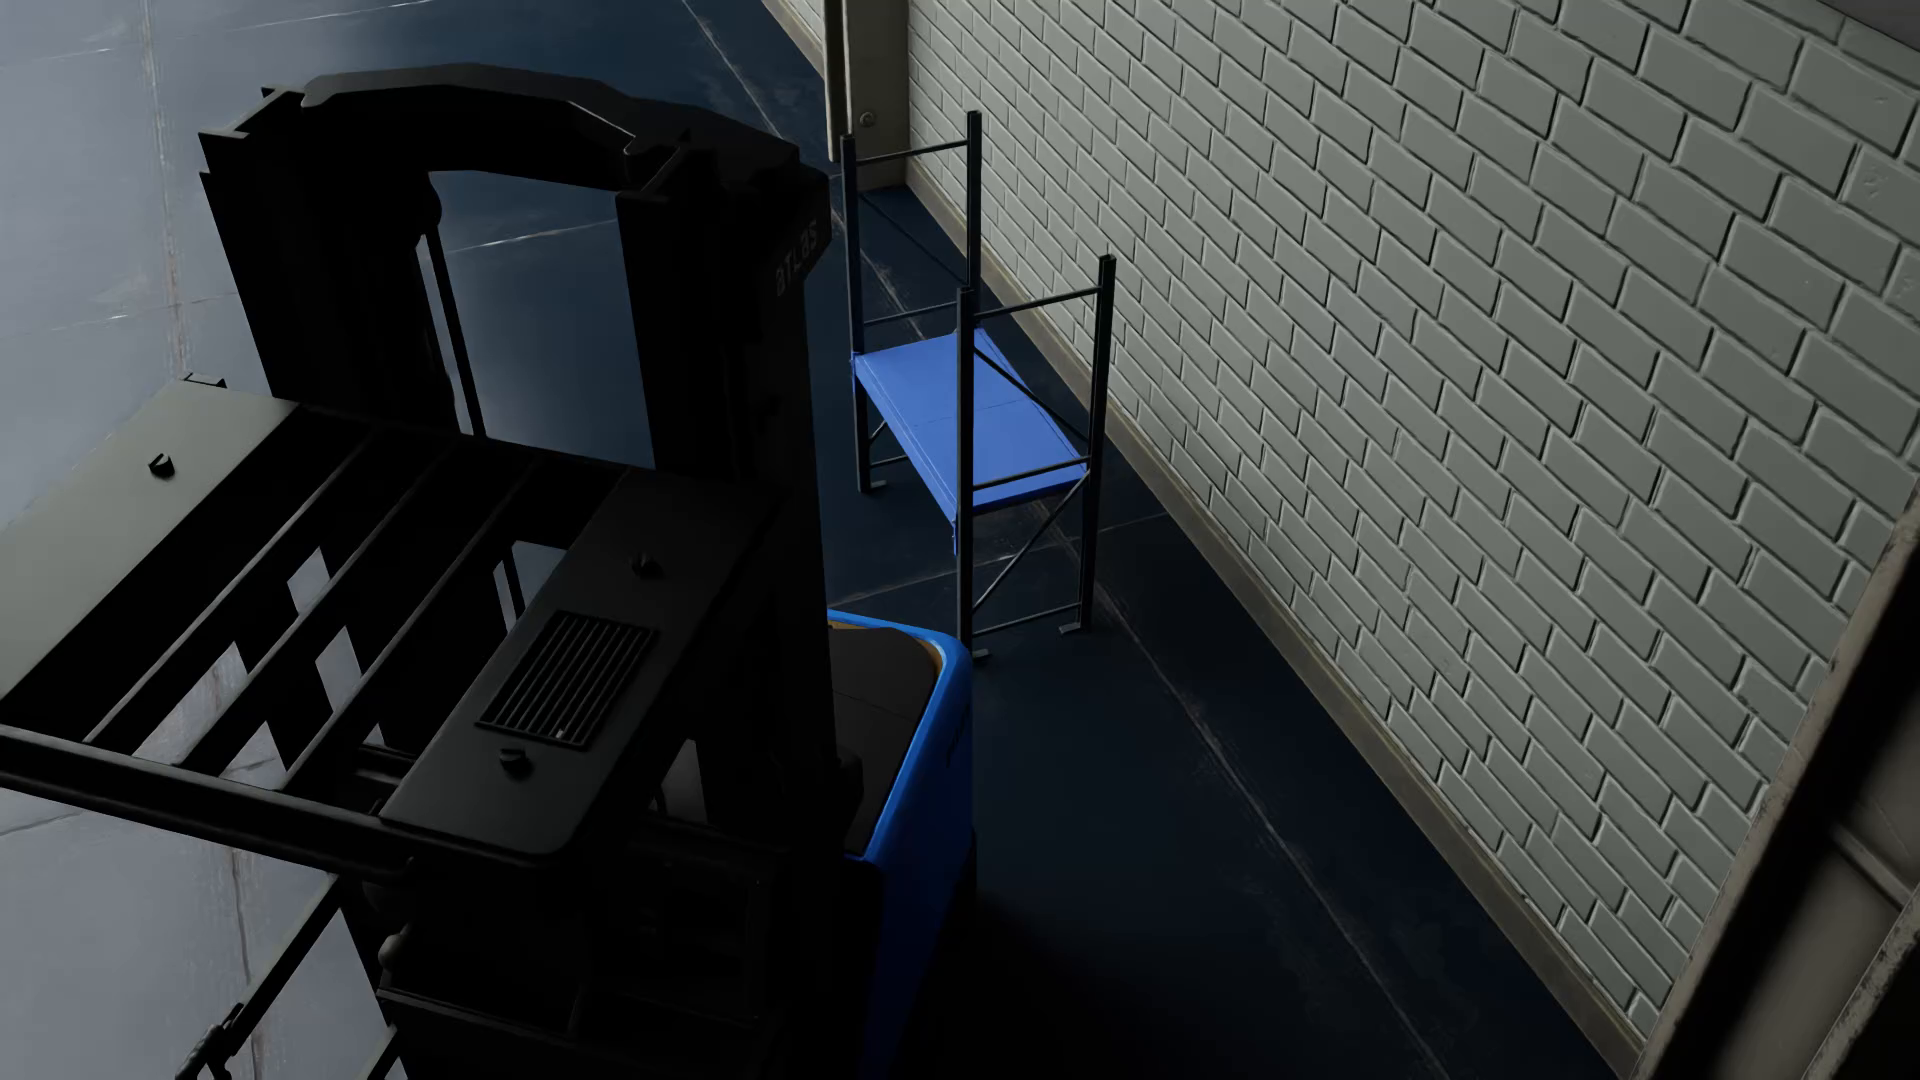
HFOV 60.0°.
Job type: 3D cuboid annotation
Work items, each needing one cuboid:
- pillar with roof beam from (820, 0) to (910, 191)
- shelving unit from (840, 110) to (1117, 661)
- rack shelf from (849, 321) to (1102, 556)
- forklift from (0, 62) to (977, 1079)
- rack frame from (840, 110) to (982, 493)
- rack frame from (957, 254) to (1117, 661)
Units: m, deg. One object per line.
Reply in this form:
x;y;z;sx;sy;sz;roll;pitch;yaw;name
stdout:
-4.435;-4.222;4.258;9.100;9.000;0.400;-15;43;-17;pillar with roof beam
0.033;-0.517;5.701;0.538;1.500;1.048;-15;43;-17;shelving unit
0.033;-0.381;5.819;0.538;0.185;1.000;-15;43;-17;rack shelf
-0.857;0.788;3.086;1.130;2.935;3.031;11;42;12;forklift
-0.162;-0.823;6.057;0.500;1.500;0.032;-15;43;-17;rack frame
0.227;-0.211;5.345;0.500;1.500;0.032;-15;43;-17;rack frame
